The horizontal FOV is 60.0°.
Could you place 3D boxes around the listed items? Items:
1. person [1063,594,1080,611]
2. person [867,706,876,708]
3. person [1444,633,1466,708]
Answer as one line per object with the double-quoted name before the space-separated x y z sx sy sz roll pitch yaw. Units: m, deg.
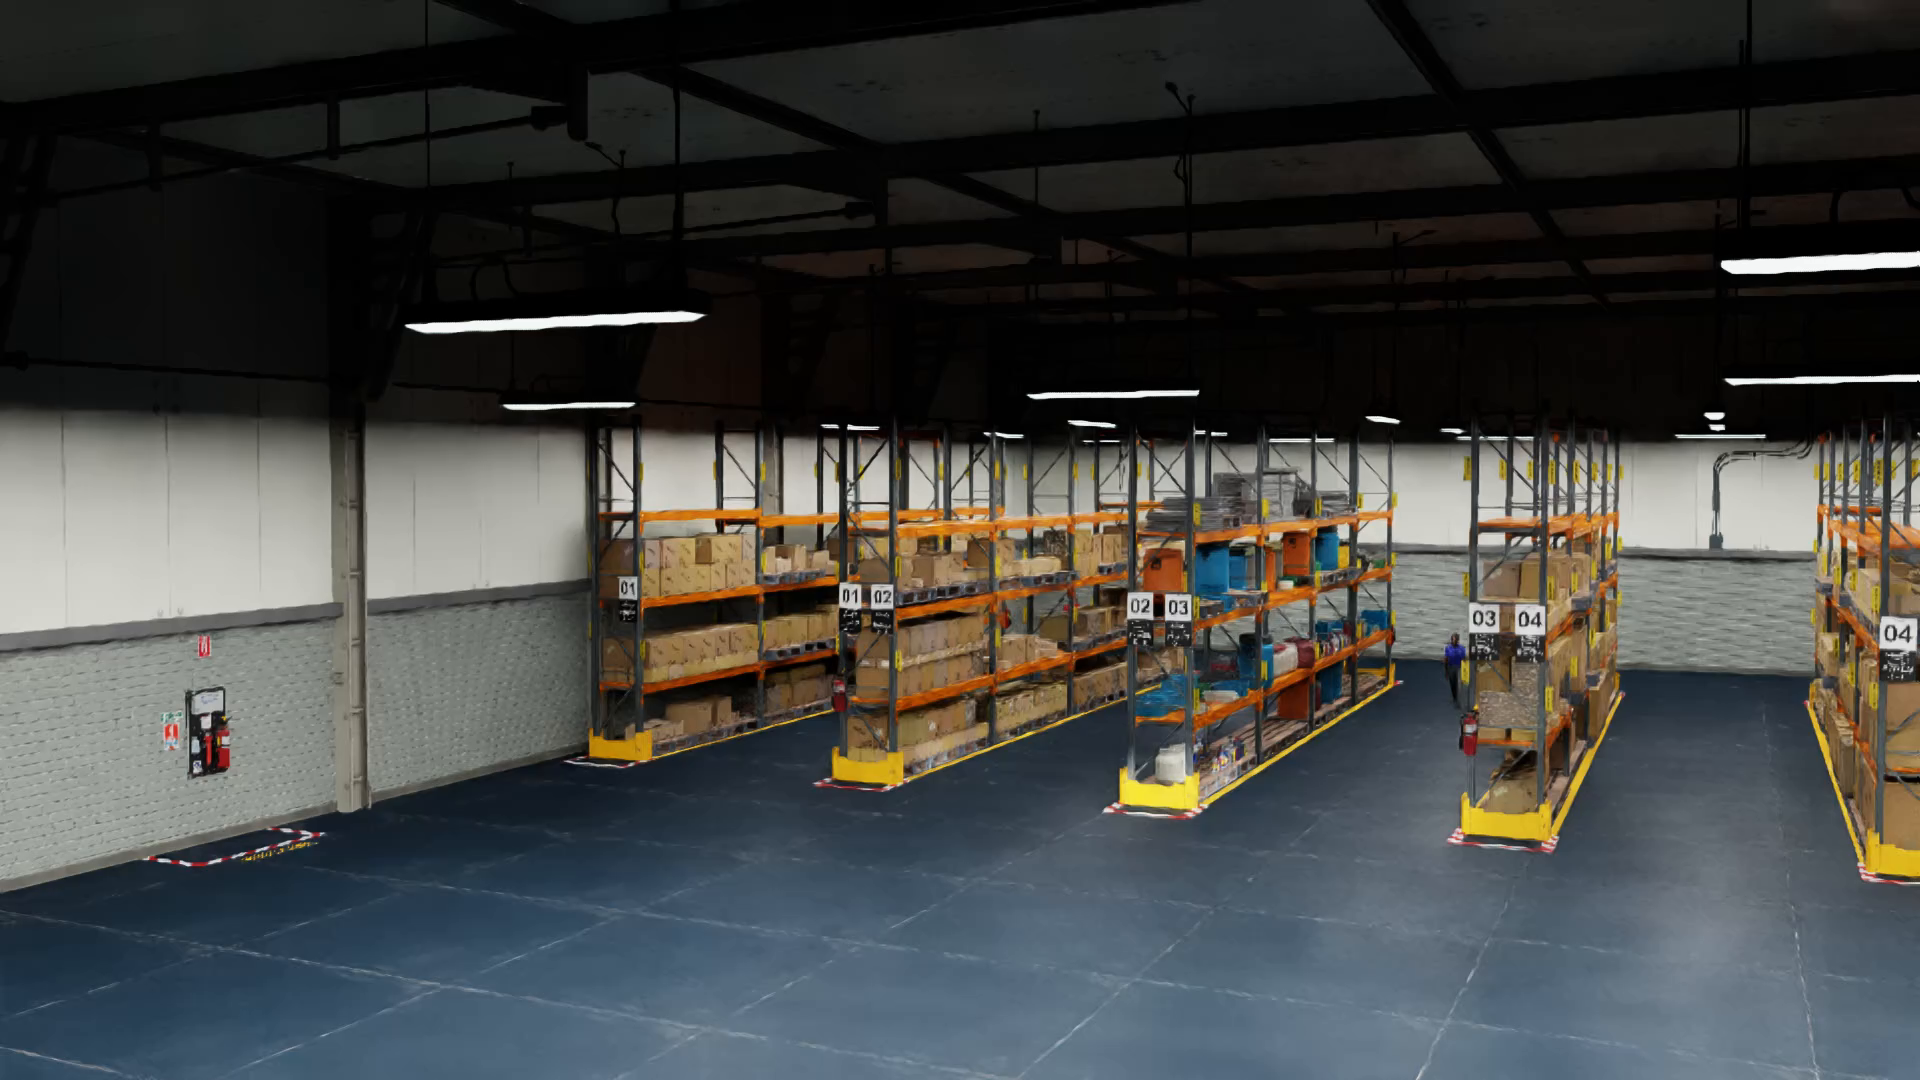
"person" 2.926 2.304 44.837 0.719 1.723 0.507 -1 3 -23
"person" -1.718 2.760 34.889 0.592 1.629 0.532 1 3 23
"person" 10.509 2.746 35.303 0.447 1.574 1.088 1 3 27
